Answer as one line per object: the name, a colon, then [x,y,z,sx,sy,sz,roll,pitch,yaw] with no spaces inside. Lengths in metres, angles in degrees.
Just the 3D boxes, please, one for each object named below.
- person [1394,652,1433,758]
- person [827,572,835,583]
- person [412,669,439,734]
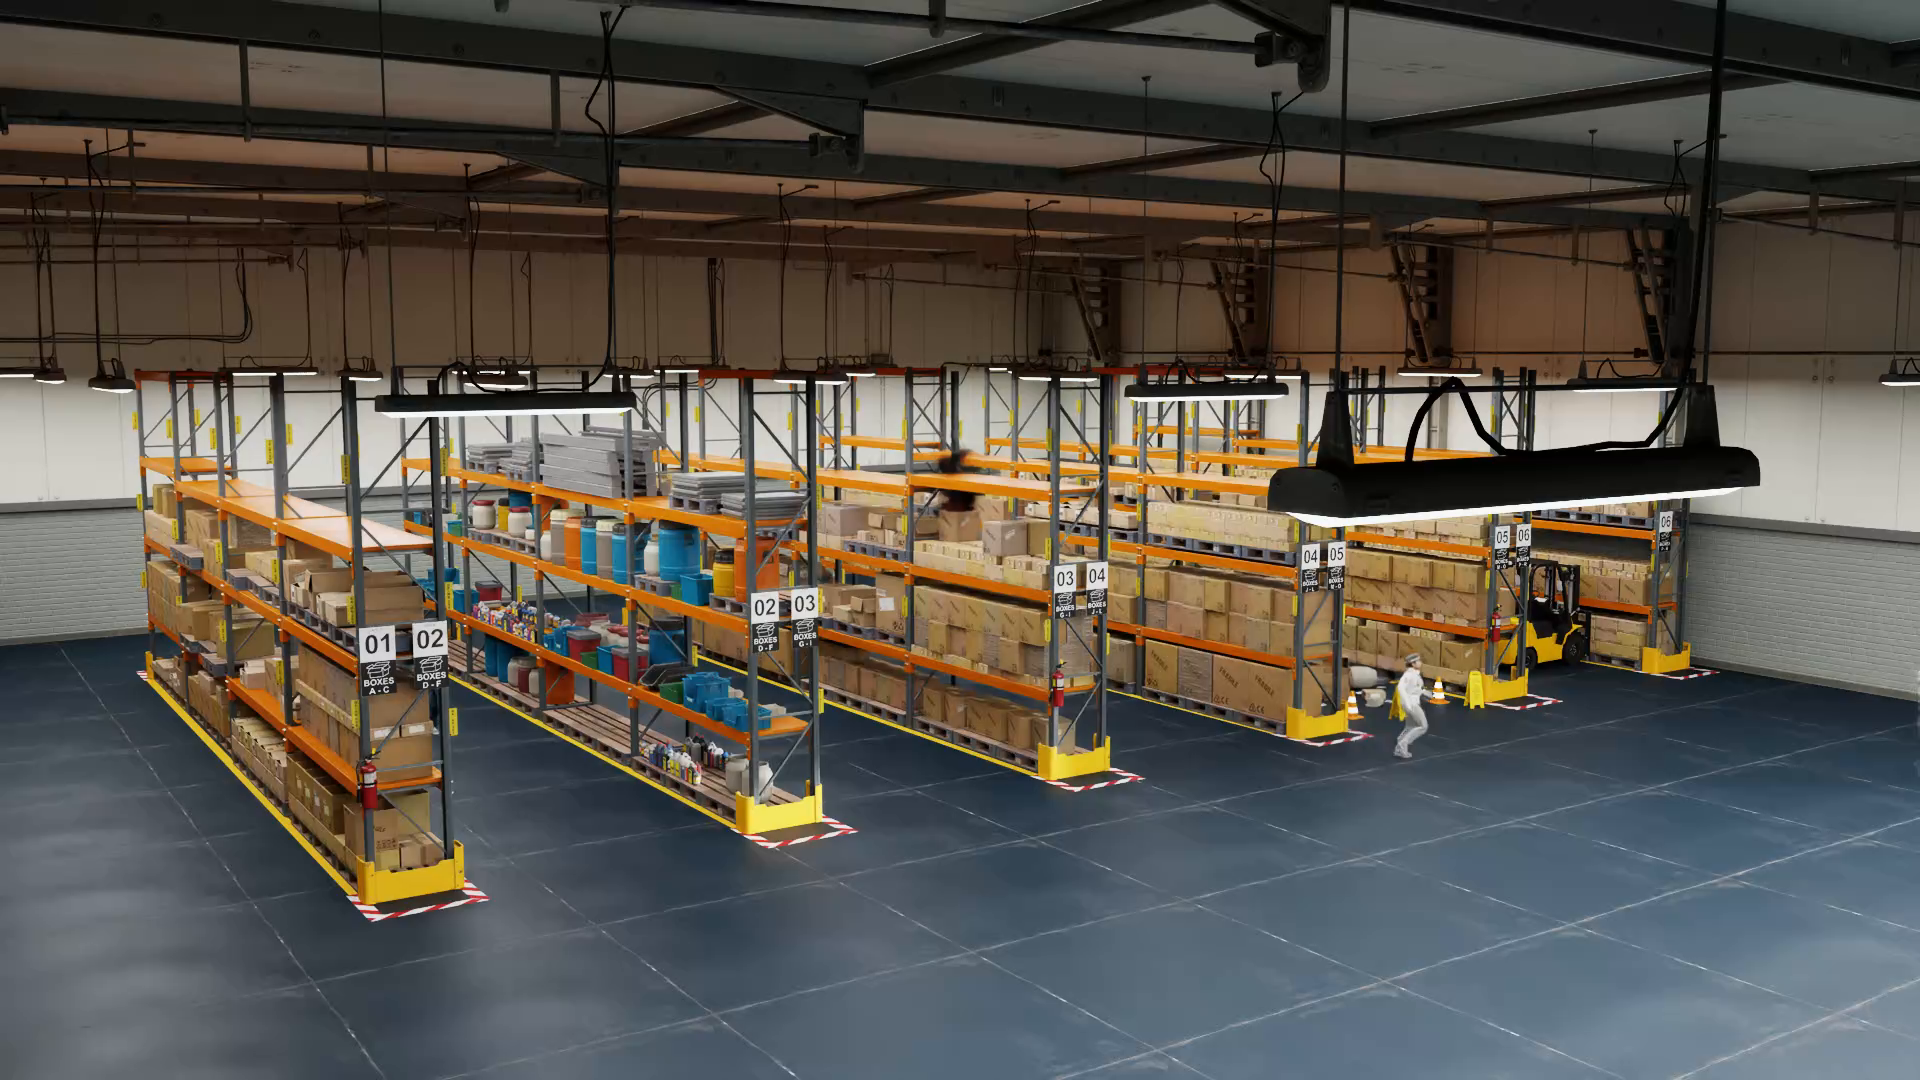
person: [7.097,2.572,25.987,0.577,1.666,0.624,2,7,14]
person: [-2.649,1.539,34.899,0.663,1.772,0.816,-6,9,-41]
person: [-8.824,2.458,27.700,0.549,1.541,0.537,6,9,44]
